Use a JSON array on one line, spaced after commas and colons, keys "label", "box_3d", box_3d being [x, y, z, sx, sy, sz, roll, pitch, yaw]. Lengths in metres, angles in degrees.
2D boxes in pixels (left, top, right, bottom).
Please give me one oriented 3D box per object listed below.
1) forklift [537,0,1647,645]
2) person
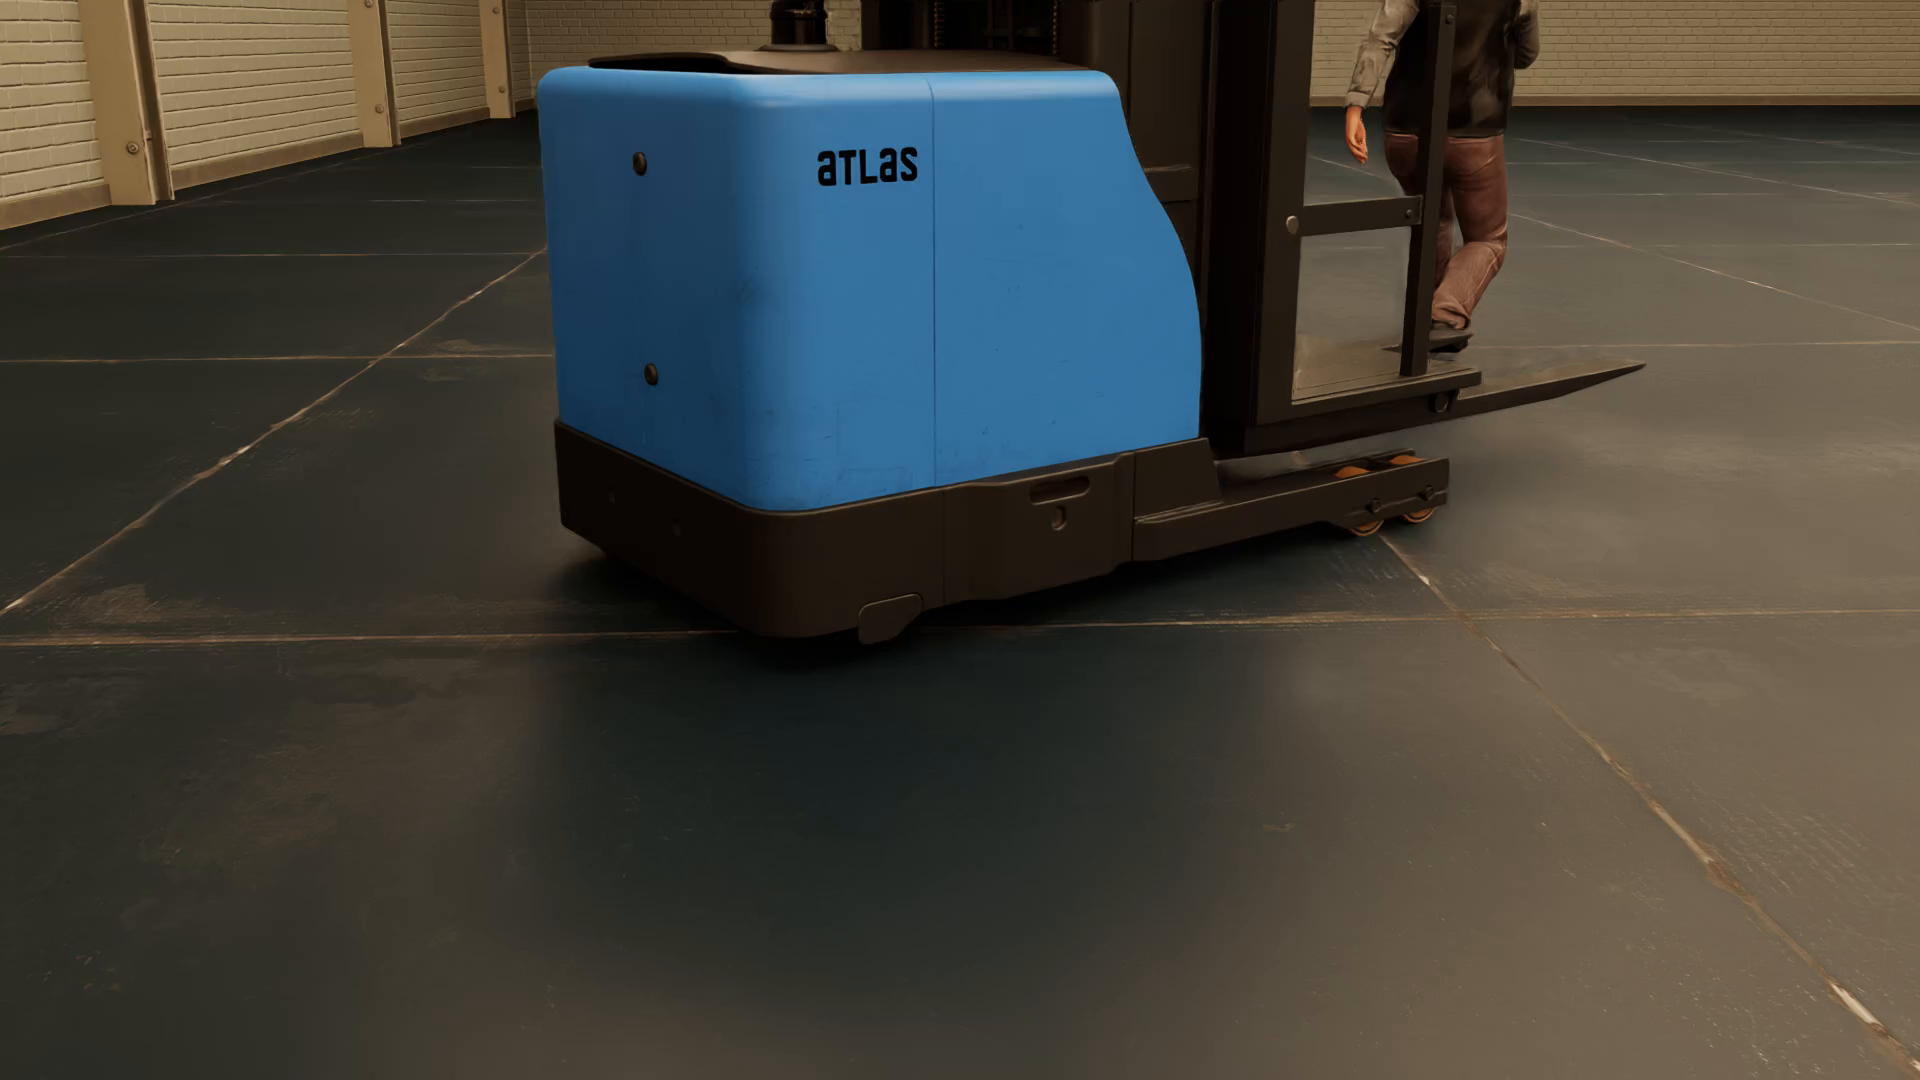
[{"label": "forklift", "box_3d": [0.579, -1.522, 3.883, 3.031, 2.935, 1.130, -12, 21, -34]}, {"label": "person", "box_3d": [1.730, -1.464, 5.954, 0.573, 1.635, 0.864, 8, 19, 25]}]
